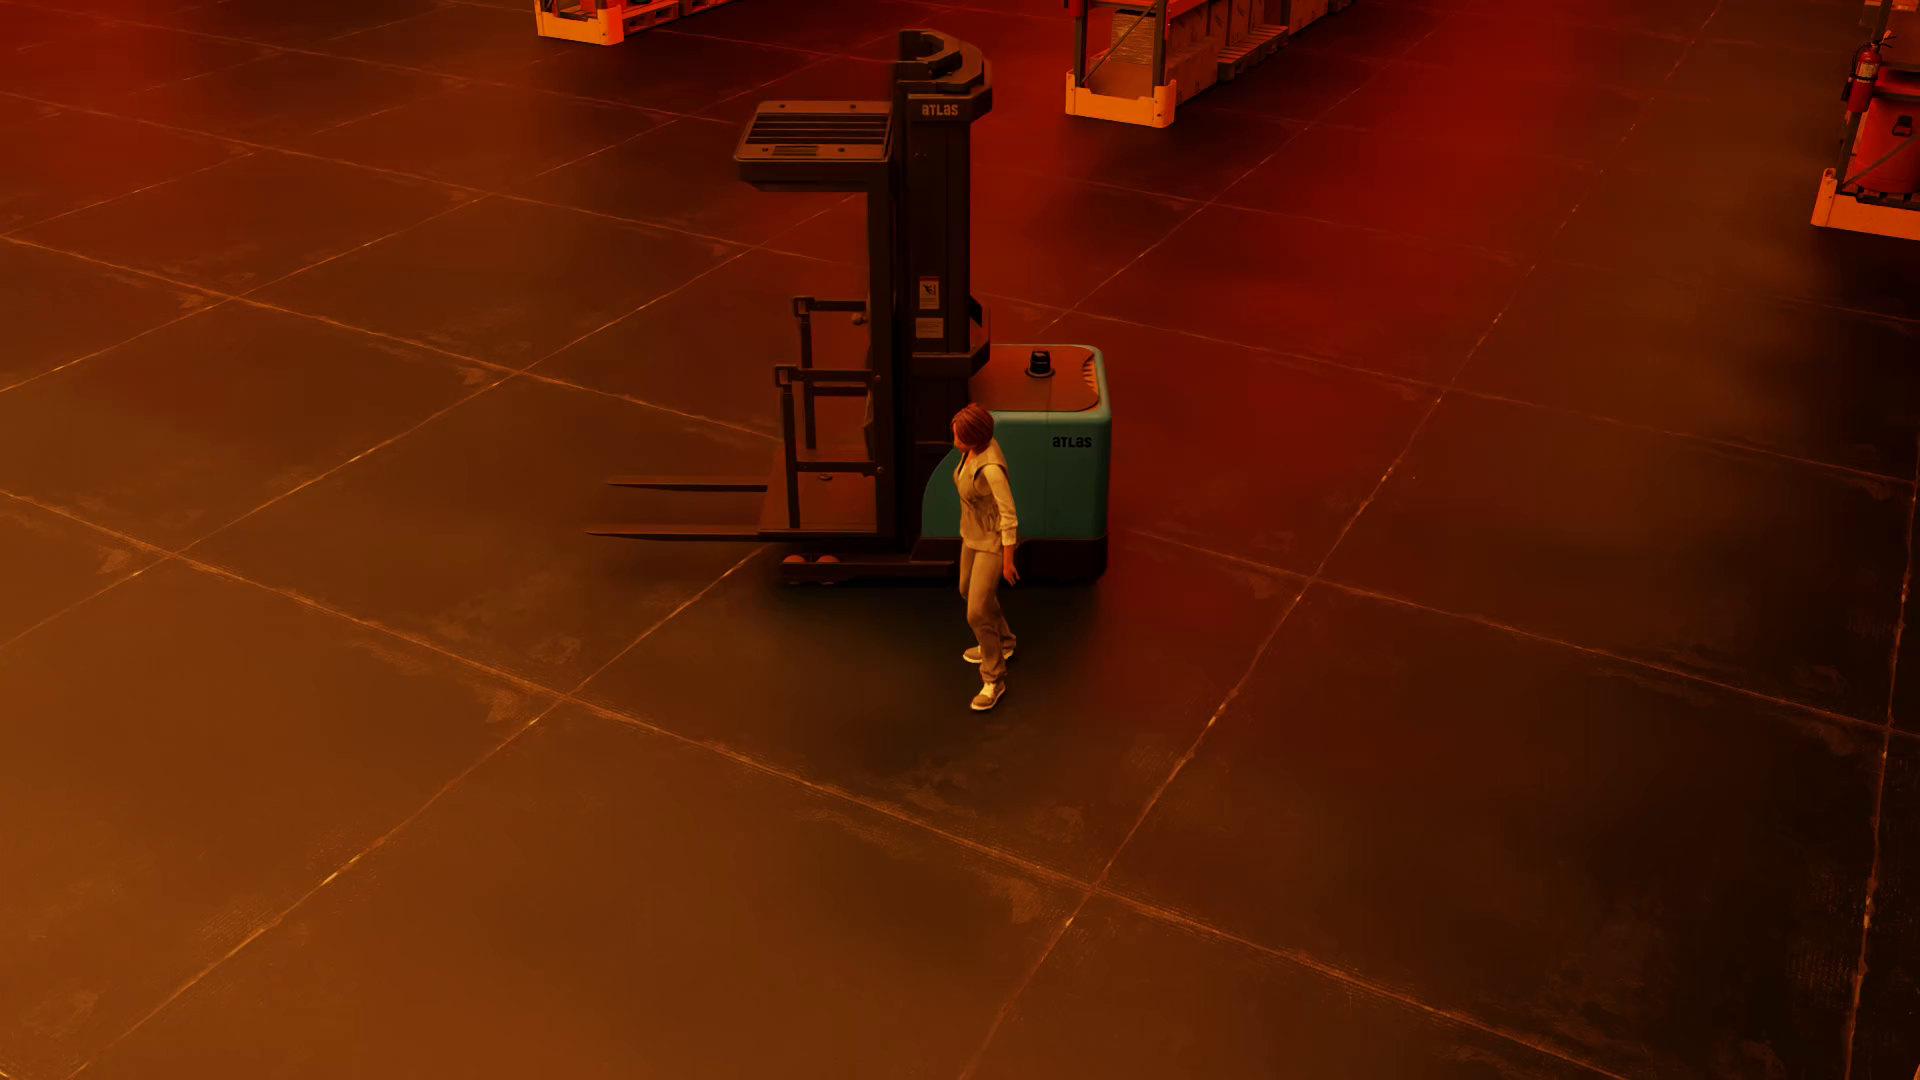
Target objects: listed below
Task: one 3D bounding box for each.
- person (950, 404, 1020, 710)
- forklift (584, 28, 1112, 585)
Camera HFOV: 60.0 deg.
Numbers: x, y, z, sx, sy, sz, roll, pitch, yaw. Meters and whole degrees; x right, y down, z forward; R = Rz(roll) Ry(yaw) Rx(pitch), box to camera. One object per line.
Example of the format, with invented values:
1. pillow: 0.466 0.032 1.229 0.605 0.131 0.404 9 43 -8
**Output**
1. person: 0.138 0.025 8.411 0.387 1.564 0.725 -8 31 -13
2. forklift: -0.660 -1.275 9.280 3.031 2.935 1.130 0 30 1
